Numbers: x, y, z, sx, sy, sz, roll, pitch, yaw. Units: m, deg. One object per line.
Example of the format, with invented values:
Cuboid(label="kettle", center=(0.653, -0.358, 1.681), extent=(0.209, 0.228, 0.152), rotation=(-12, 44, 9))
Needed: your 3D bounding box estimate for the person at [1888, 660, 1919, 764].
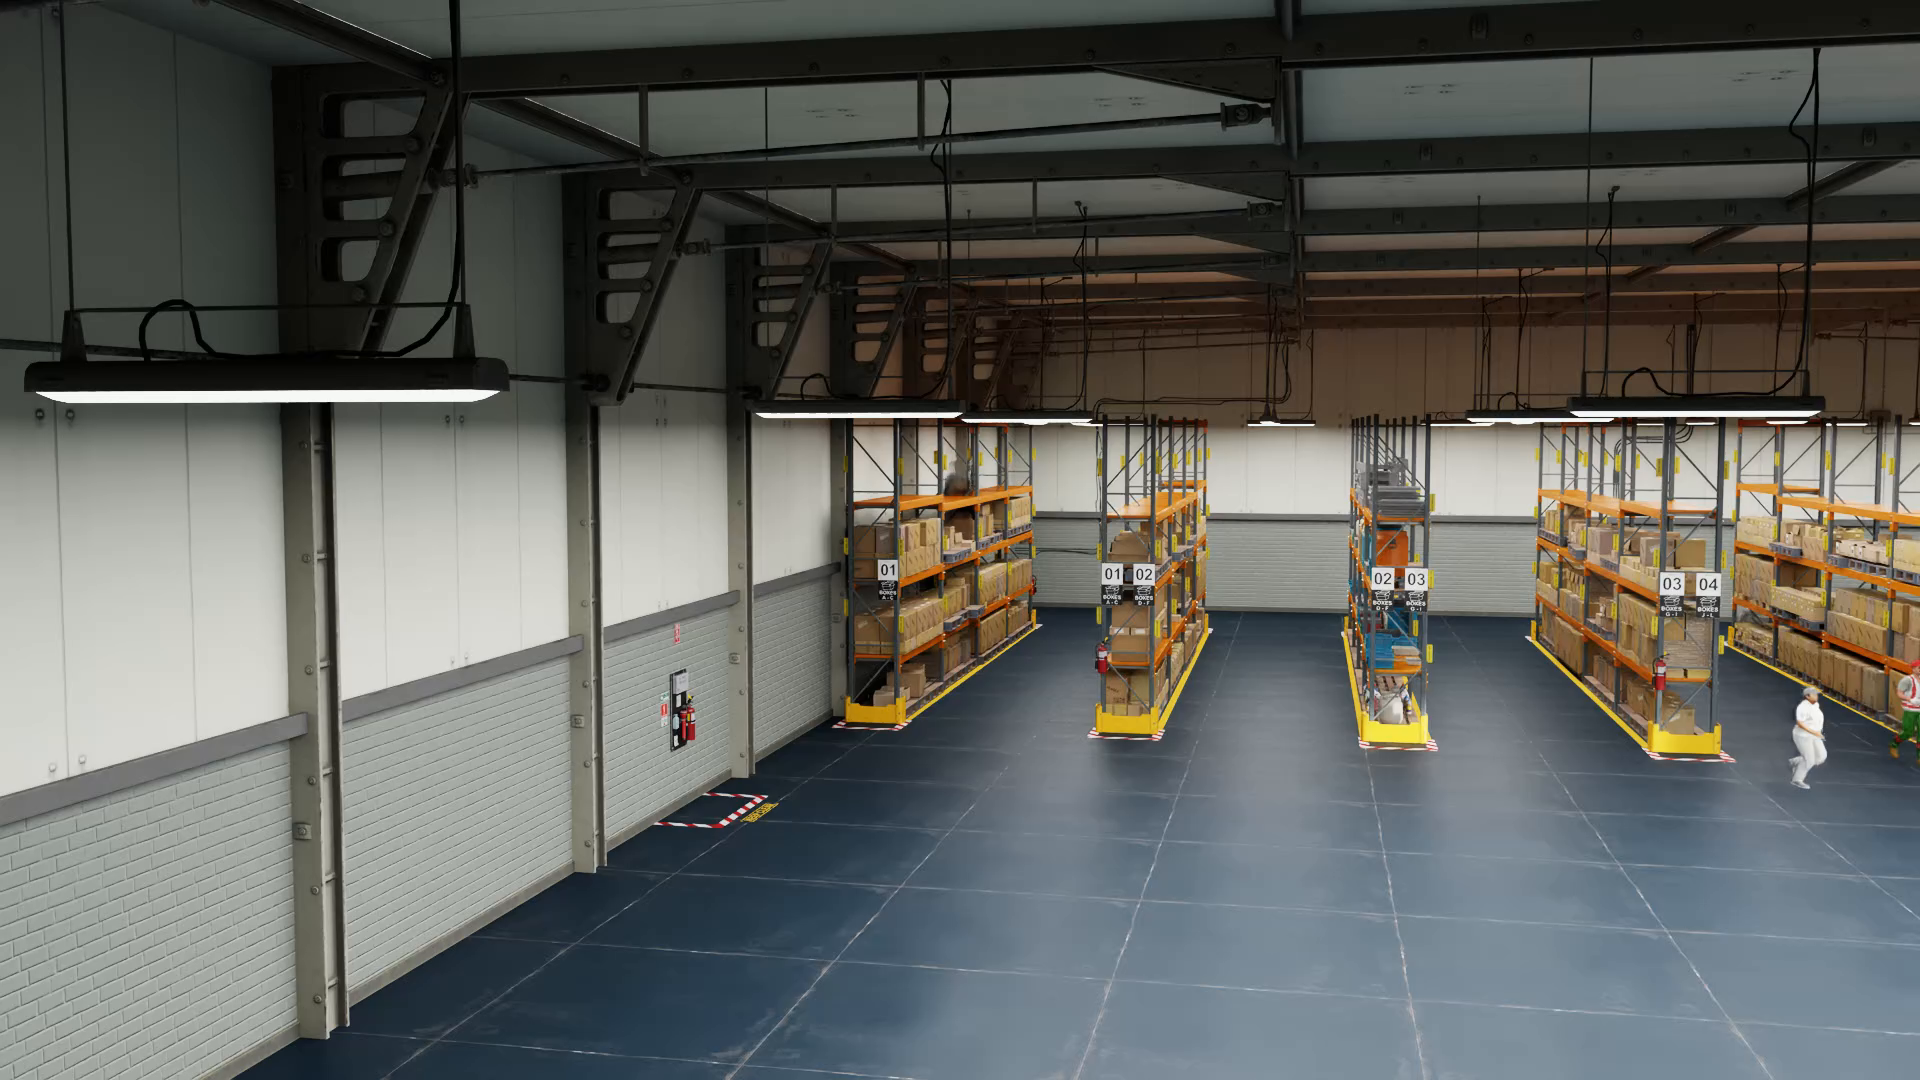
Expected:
Cuboid(label="person", center=(16.320, 2.930, 28.434), extent=(0.687, 1.793, 0.893), rotation=(-1, 4, -8))

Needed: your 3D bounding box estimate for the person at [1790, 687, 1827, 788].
Cuboid(label="person", center=(13.577, 3.149, 26.611), extent=(0.627, 1.631, 0.615), rotation=(-3, 5, -36))

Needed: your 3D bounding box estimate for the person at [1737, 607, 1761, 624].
Cuboid(label="person", center=(21.506, 1.856, 45.222), extent=(0.900, 1.763, 0.786), rotation=(2, 4, 30))
